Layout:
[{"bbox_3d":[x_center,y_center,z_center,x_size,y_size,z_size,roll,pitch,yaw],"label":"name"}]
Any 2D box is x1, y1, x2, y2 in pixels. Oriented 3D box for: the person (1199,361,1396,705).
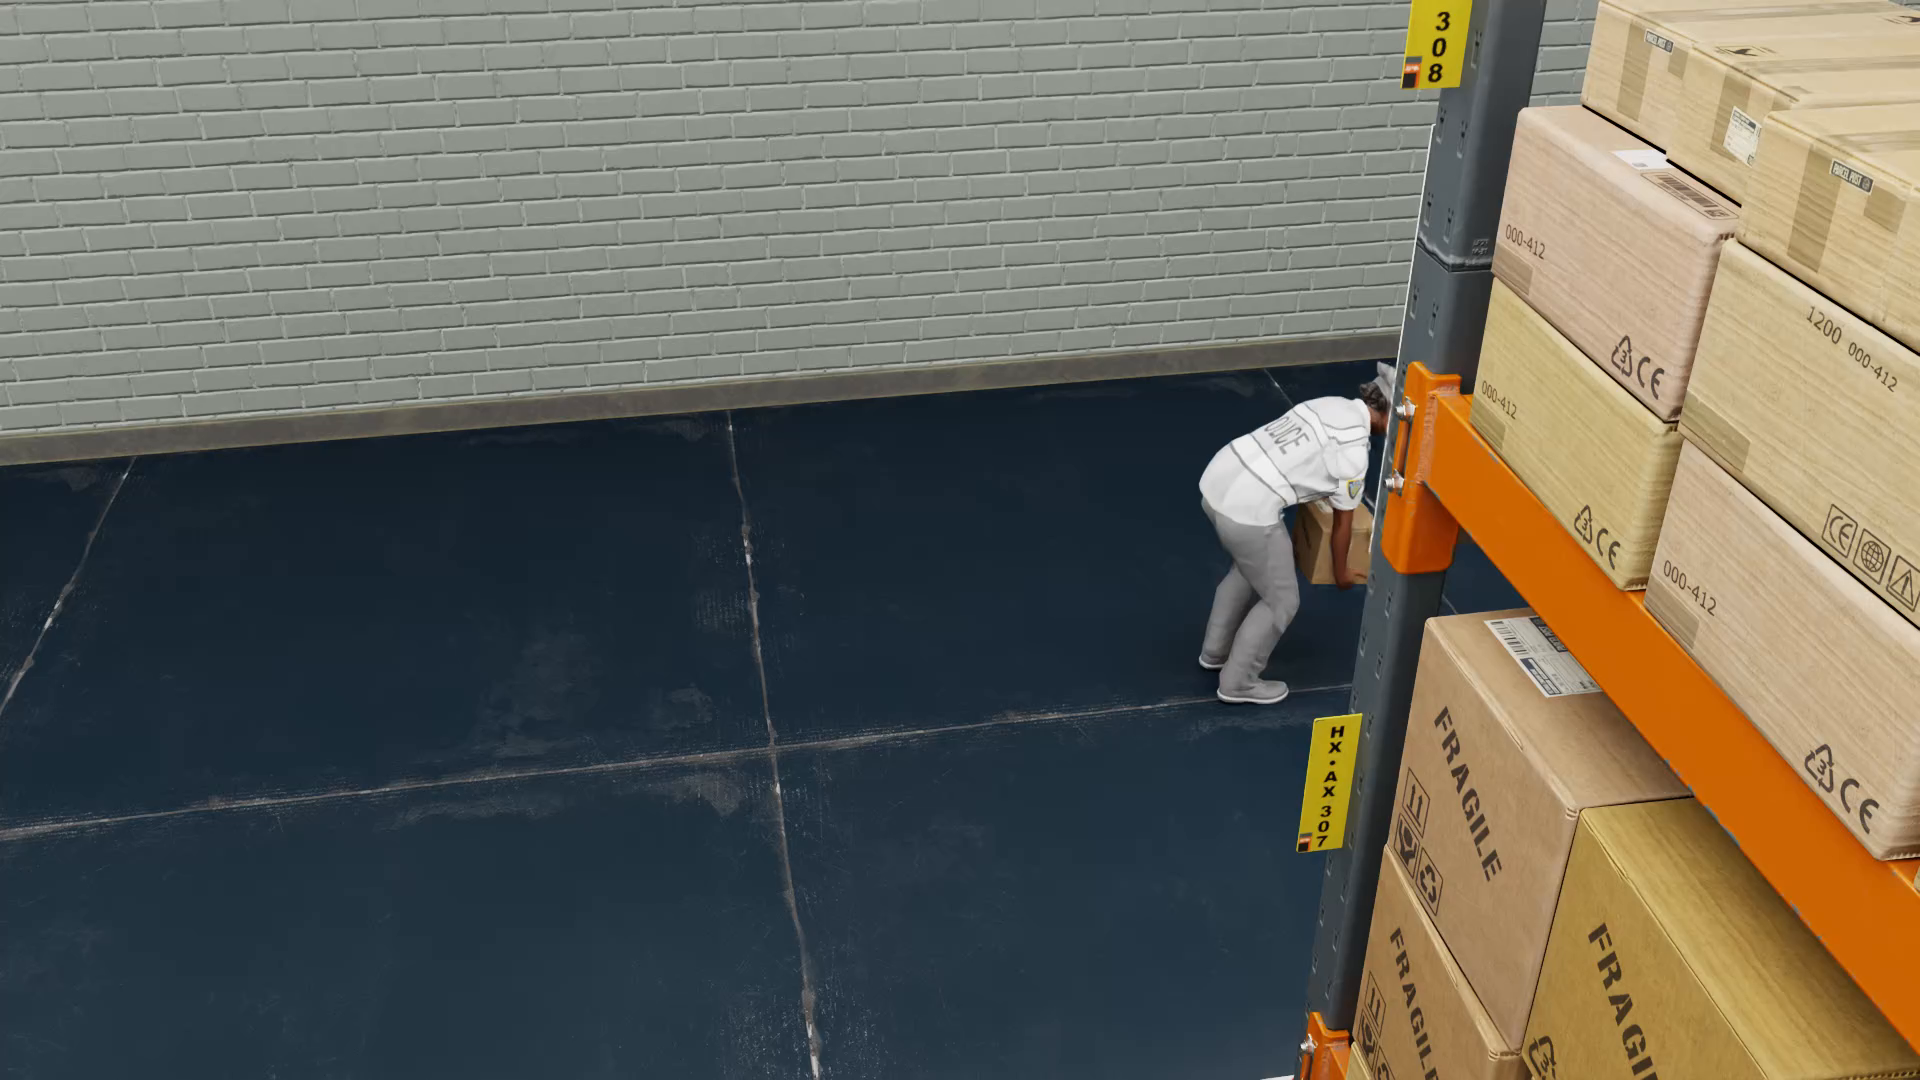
[{"bbox_3d":[1.355,-0.028,6.491,0.873,1.350,0.414,-6,31,-10],"label":"person"}]
